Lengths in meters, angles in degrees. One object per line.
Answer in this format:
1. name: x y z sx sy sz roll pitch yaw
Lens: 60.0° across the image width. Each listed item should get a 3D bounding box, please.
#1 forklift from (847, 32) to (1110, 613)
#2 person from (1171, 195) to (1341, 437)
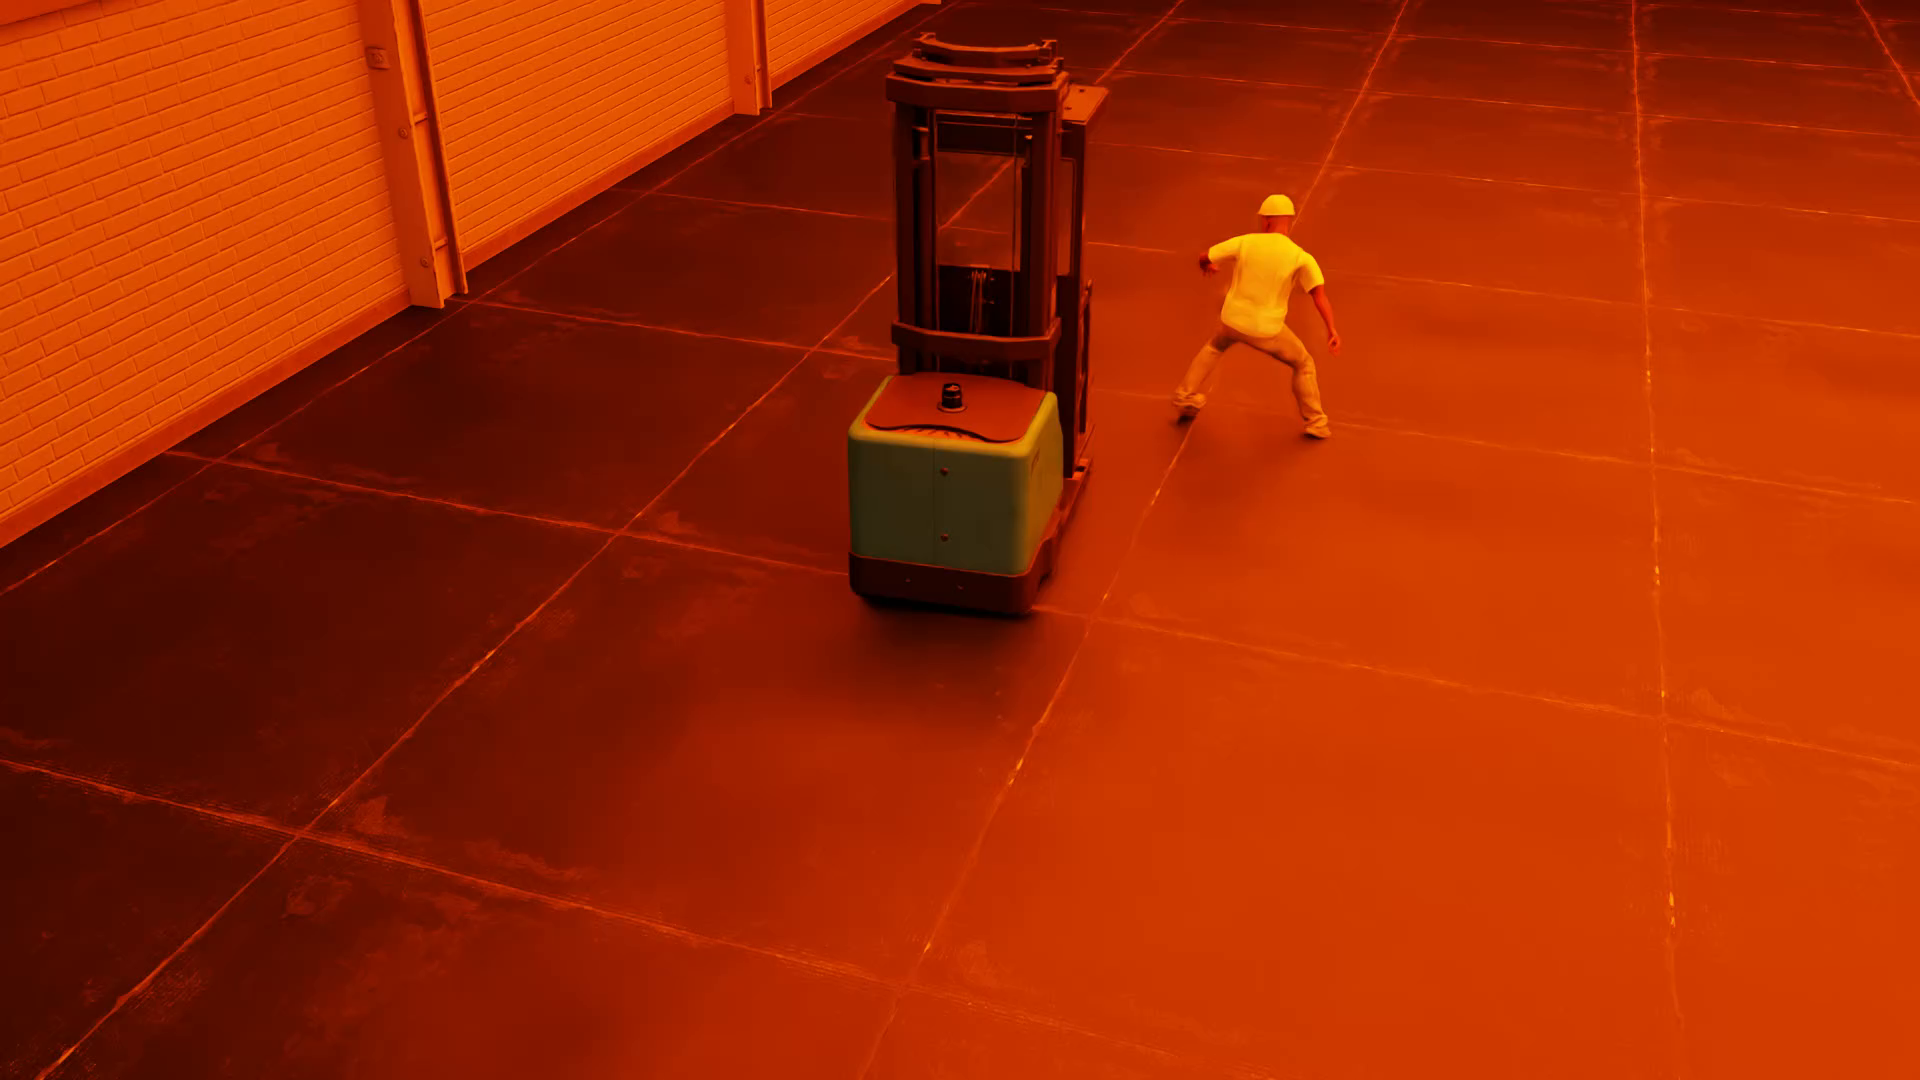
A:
1. forklift: 0.237 -1.582 9.911 1.130 2.935 3.031 7 30 13
2. person: 2.058 -1.437 11.097 1.194 1.707 0.556 19 35 30
